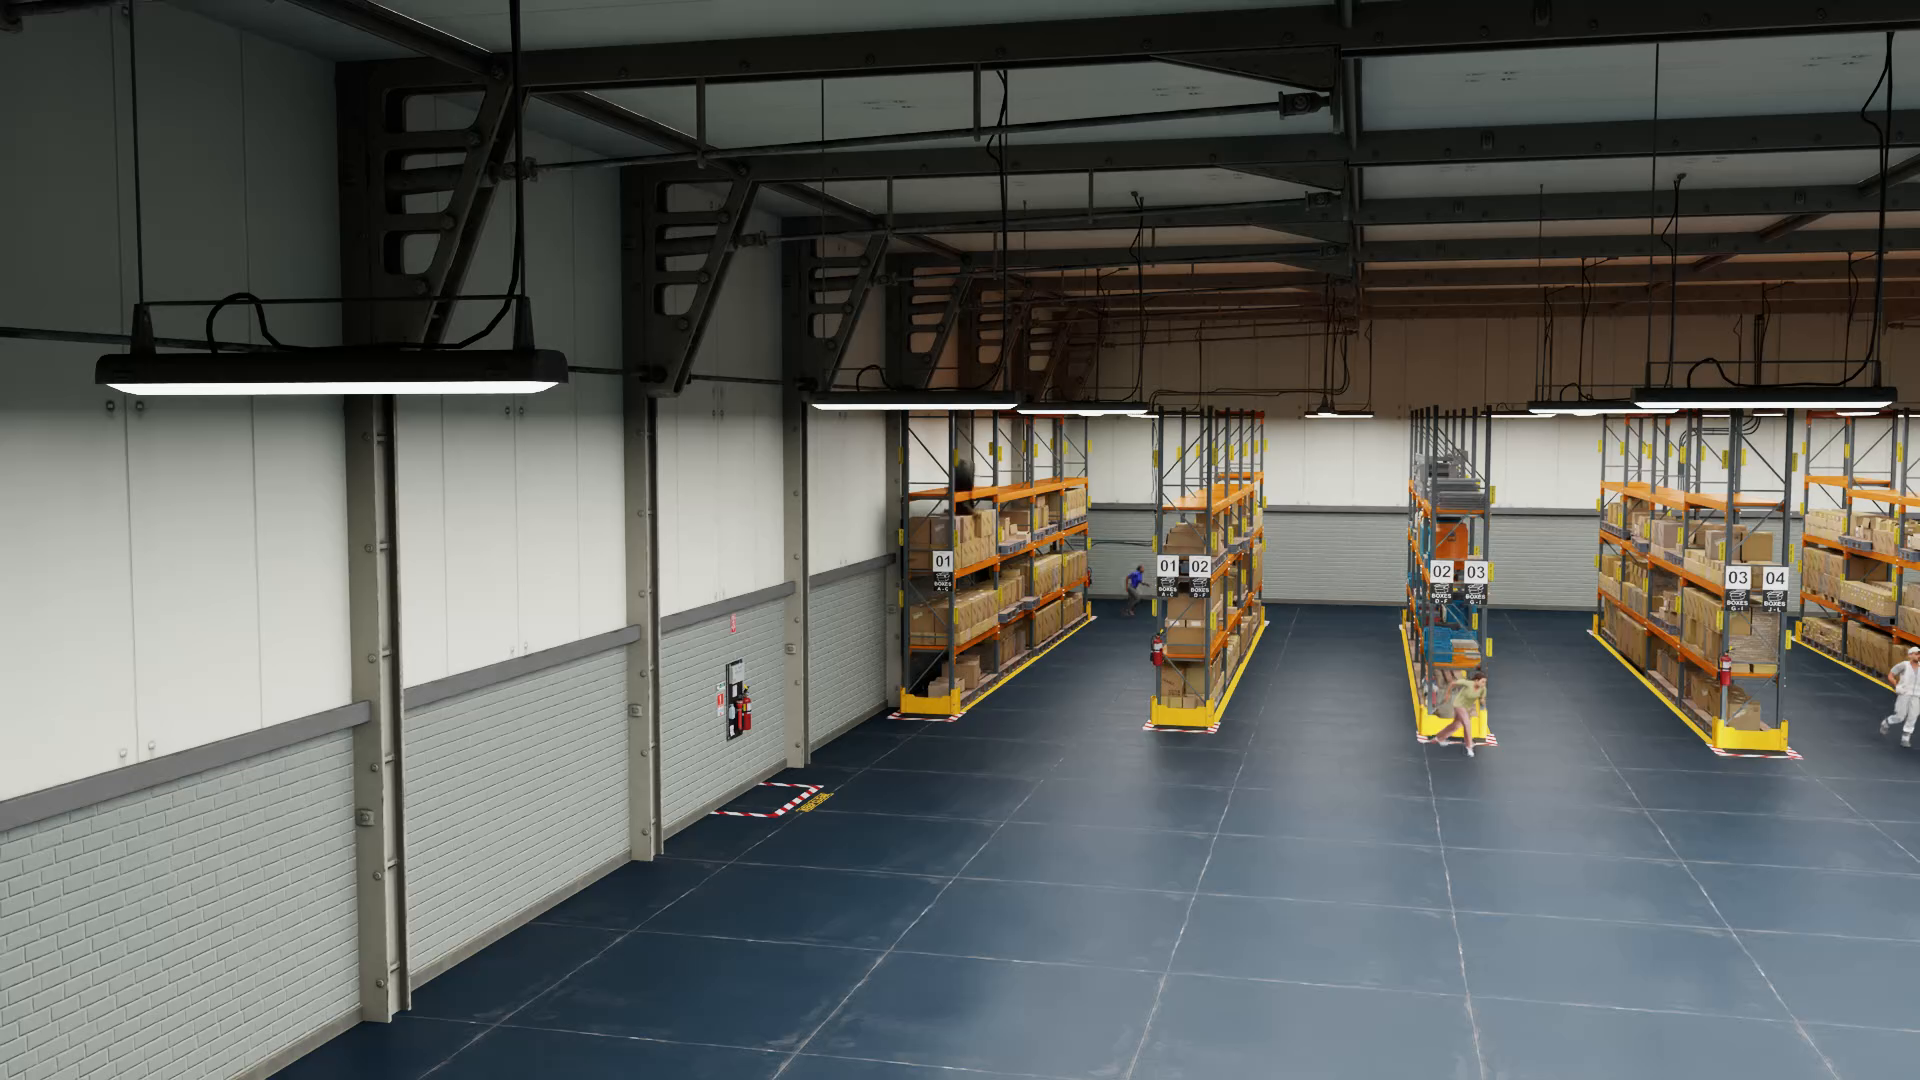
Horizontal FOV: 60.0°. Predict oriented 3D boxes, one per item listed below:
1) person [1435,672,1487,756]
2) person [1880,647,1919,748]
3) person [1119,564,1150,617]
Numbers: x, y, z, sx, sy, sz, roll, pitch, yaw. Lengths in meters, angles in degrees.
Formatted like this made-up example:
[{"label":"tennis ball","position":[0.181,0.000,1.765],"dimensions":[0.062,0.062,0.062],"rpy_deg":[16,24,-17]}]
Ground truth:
[{"label":"person","position":[8.675,2.948,28.755],"dimensions":[0.585,1.451,1.088],"rpy_deg":[-2,4,-22]},{"label":"person","position":[16.779,2.748,29.348],"dimensions":[0.722,1.735,0.858],"rpy_deg":[0,4,-1]},{"label":"person","position":[5.117,1.479,48.660],"dimensions":[0.912,1.546,0.591],"rpy_deg":[2,4,22]}]
